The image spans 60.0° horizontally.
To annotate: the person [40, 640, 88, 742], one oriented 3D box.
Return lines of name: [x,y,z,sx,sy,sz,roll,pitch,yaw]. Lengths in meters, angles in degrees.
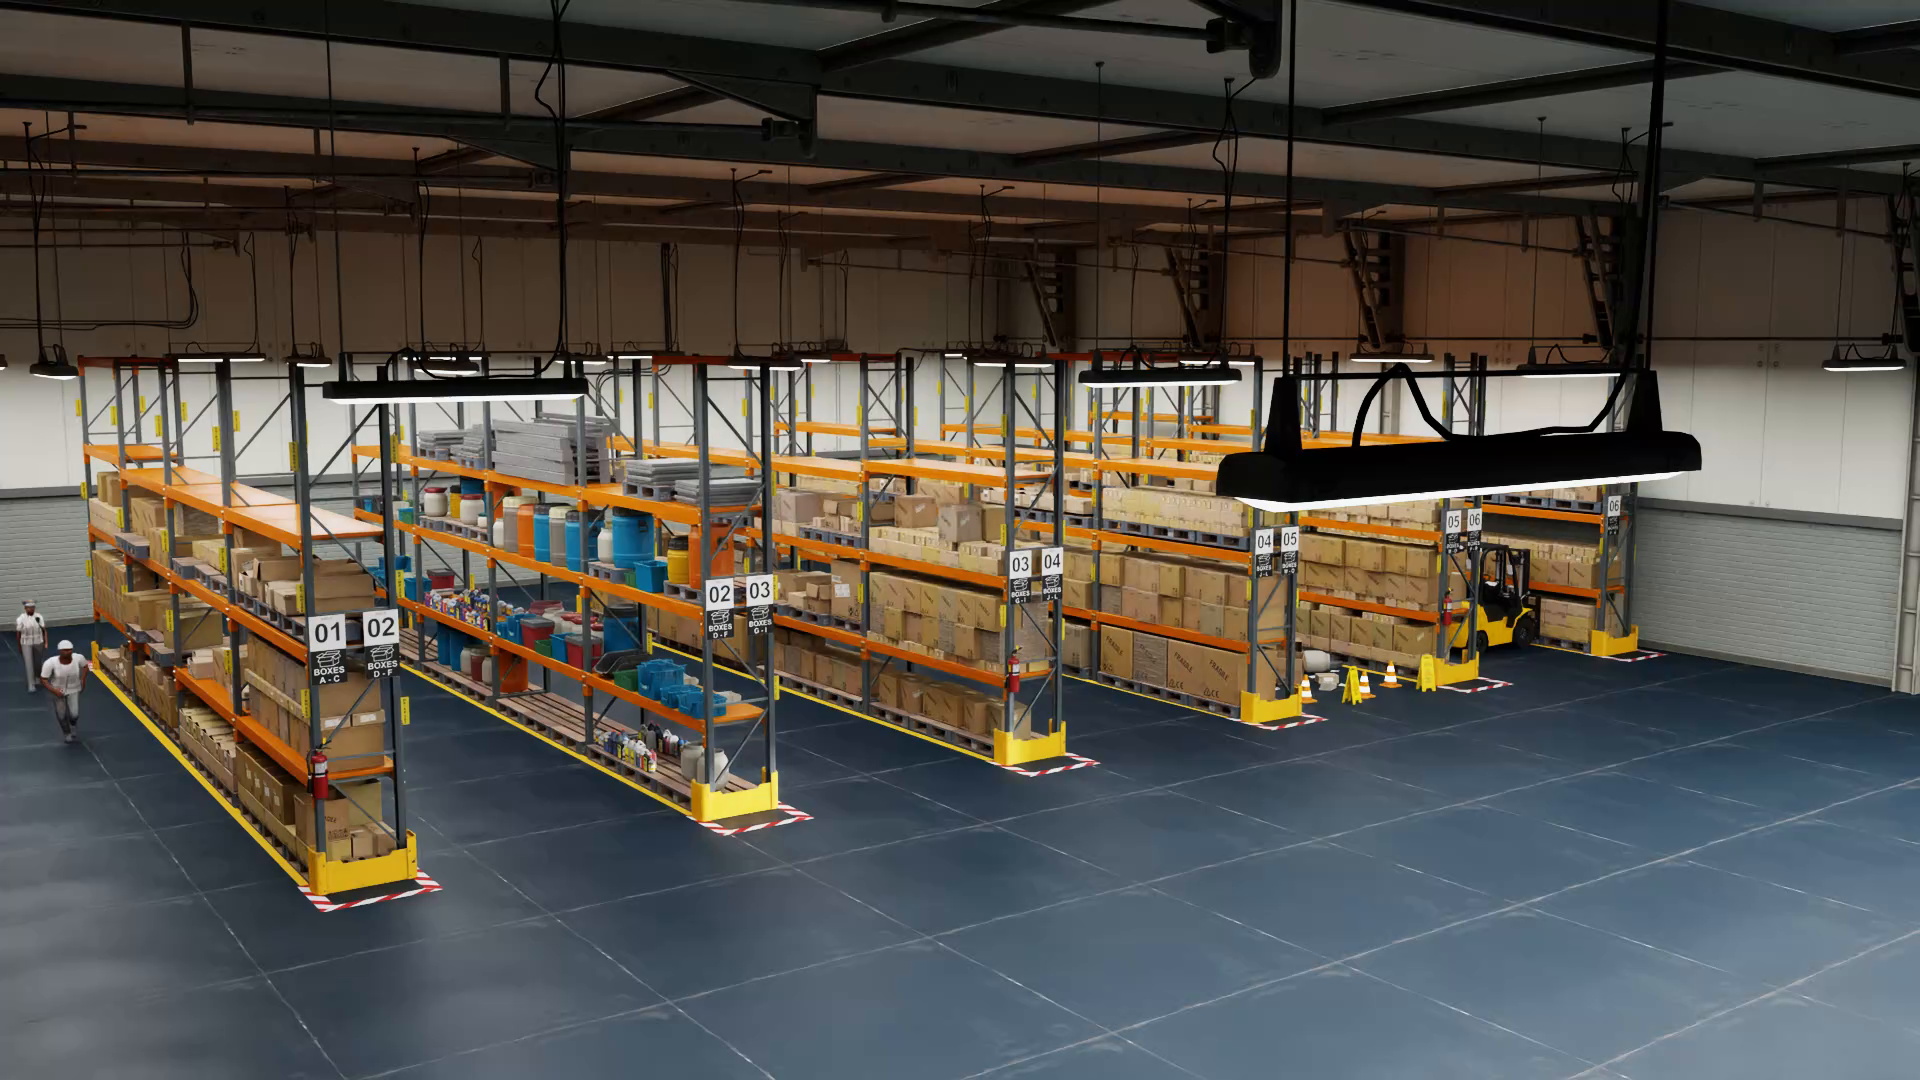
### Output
person: [-13.969,2.363,25.969,0.665,1.666,0.699,-3,8,-26]

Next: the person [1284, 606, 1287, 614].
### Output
person: [7.229,0.998,37.399,0.358,1.695,0.500,4,8,27]

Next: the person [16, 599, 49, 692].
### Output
person: [-16.713,1.869,29.966,0.483,1.621,1.028,-5,8,-34]
